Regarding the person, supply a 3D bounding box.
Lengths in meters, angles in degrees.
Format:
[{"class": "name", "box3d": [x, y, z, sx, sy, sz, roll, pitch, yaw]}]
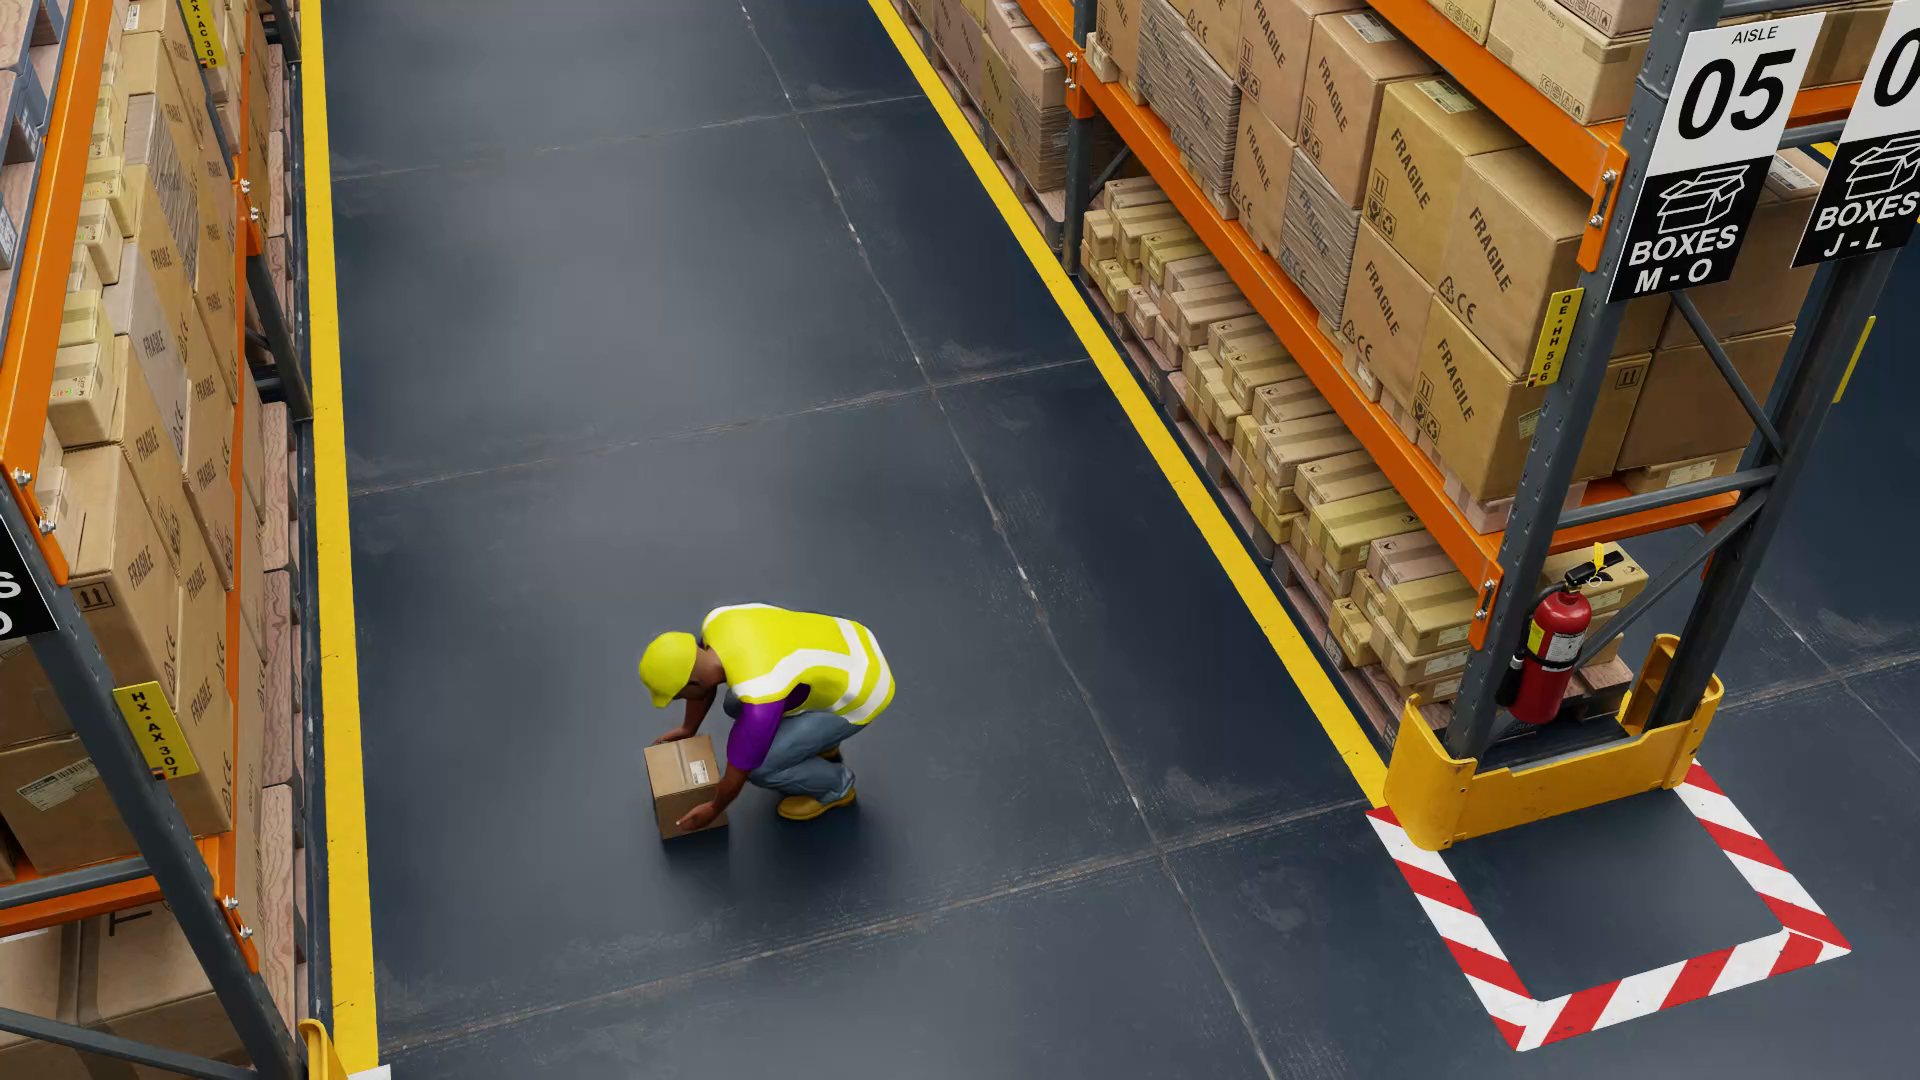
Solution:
[{"class": "person", "box3d": [-0.680, 0.616, 6.053, 0.893, 0.975, 0.580, -12, 43, -13]}]
